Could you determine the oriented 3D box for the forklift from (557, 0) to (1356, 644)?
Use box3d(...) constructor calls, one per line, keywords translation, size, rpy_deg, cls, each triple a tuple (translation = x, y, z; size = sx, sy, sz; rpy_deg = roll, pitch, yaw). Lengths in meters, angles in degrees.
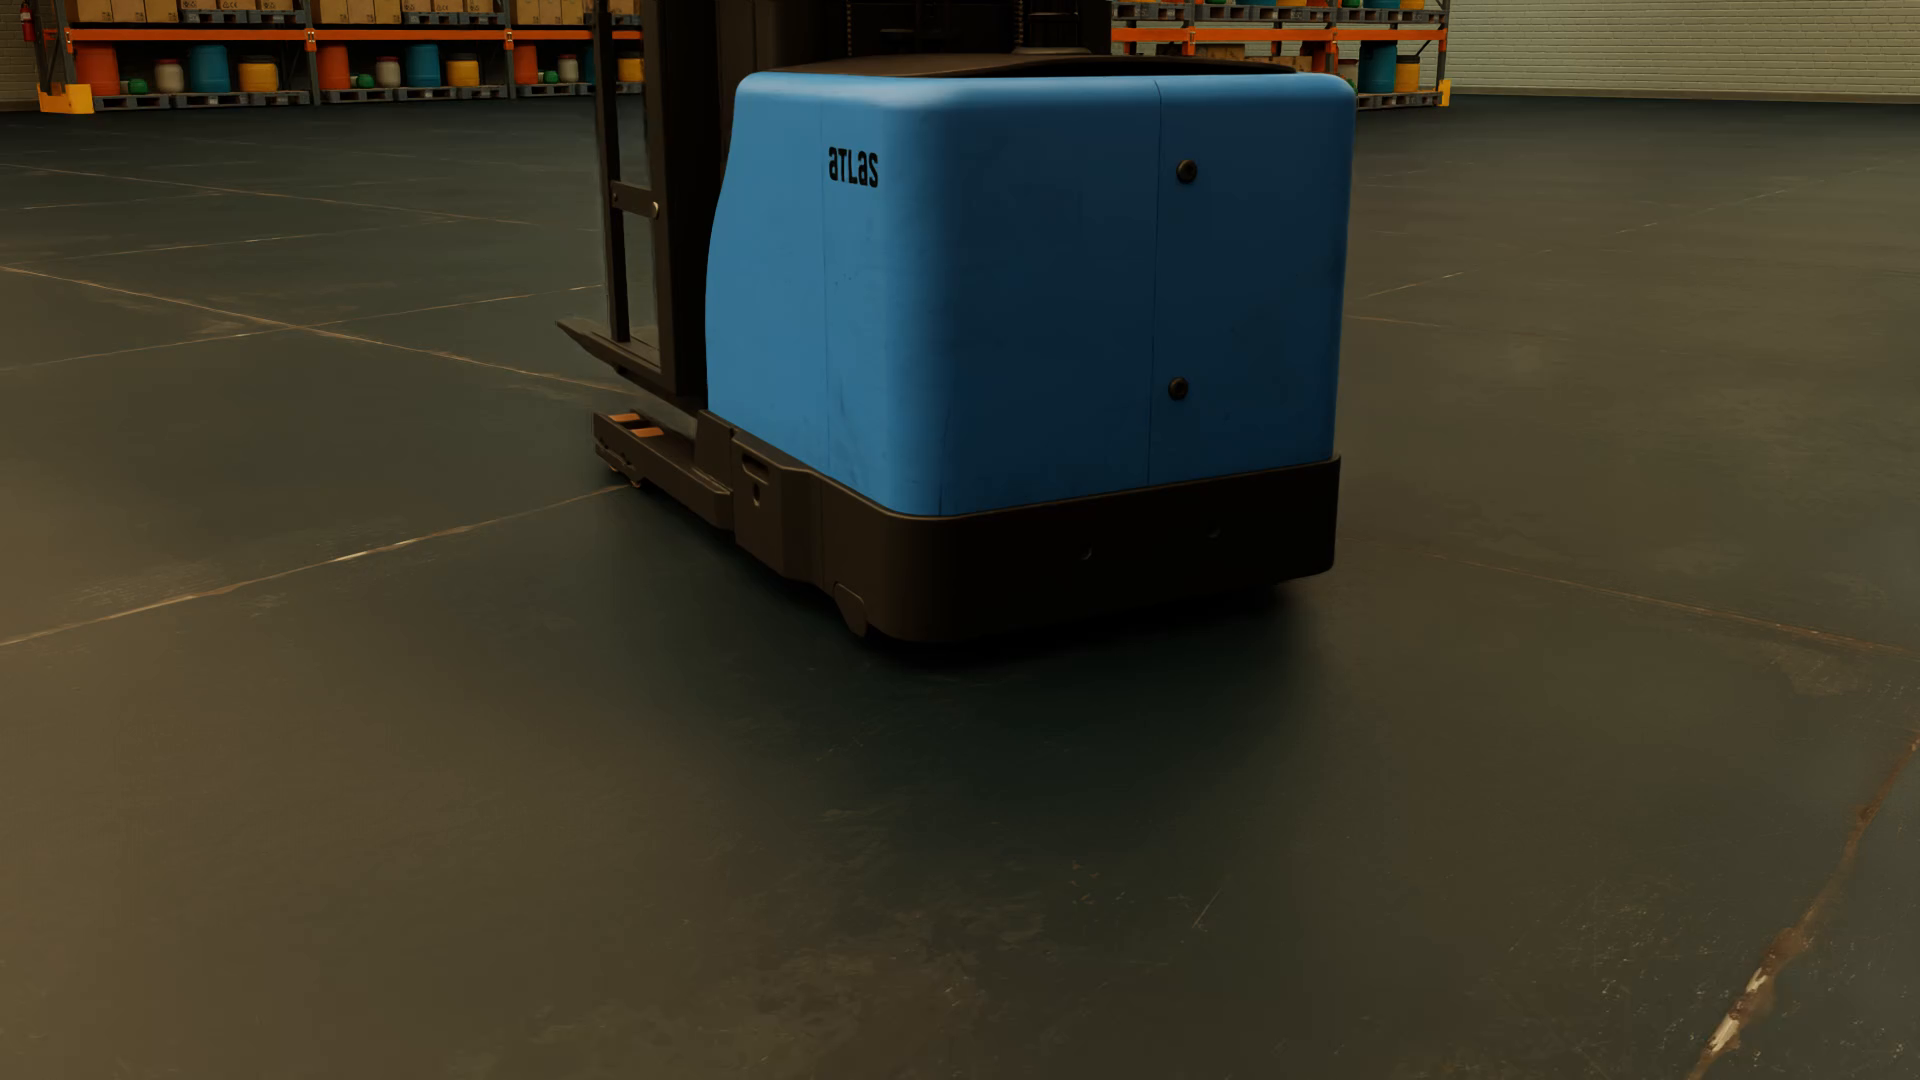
box3d(translation=(-0.348, -1.591, 4.136), size=(1.130, 2.935, 3.031), rpy_deg=(-9, 19, -27), cls="forklift")
